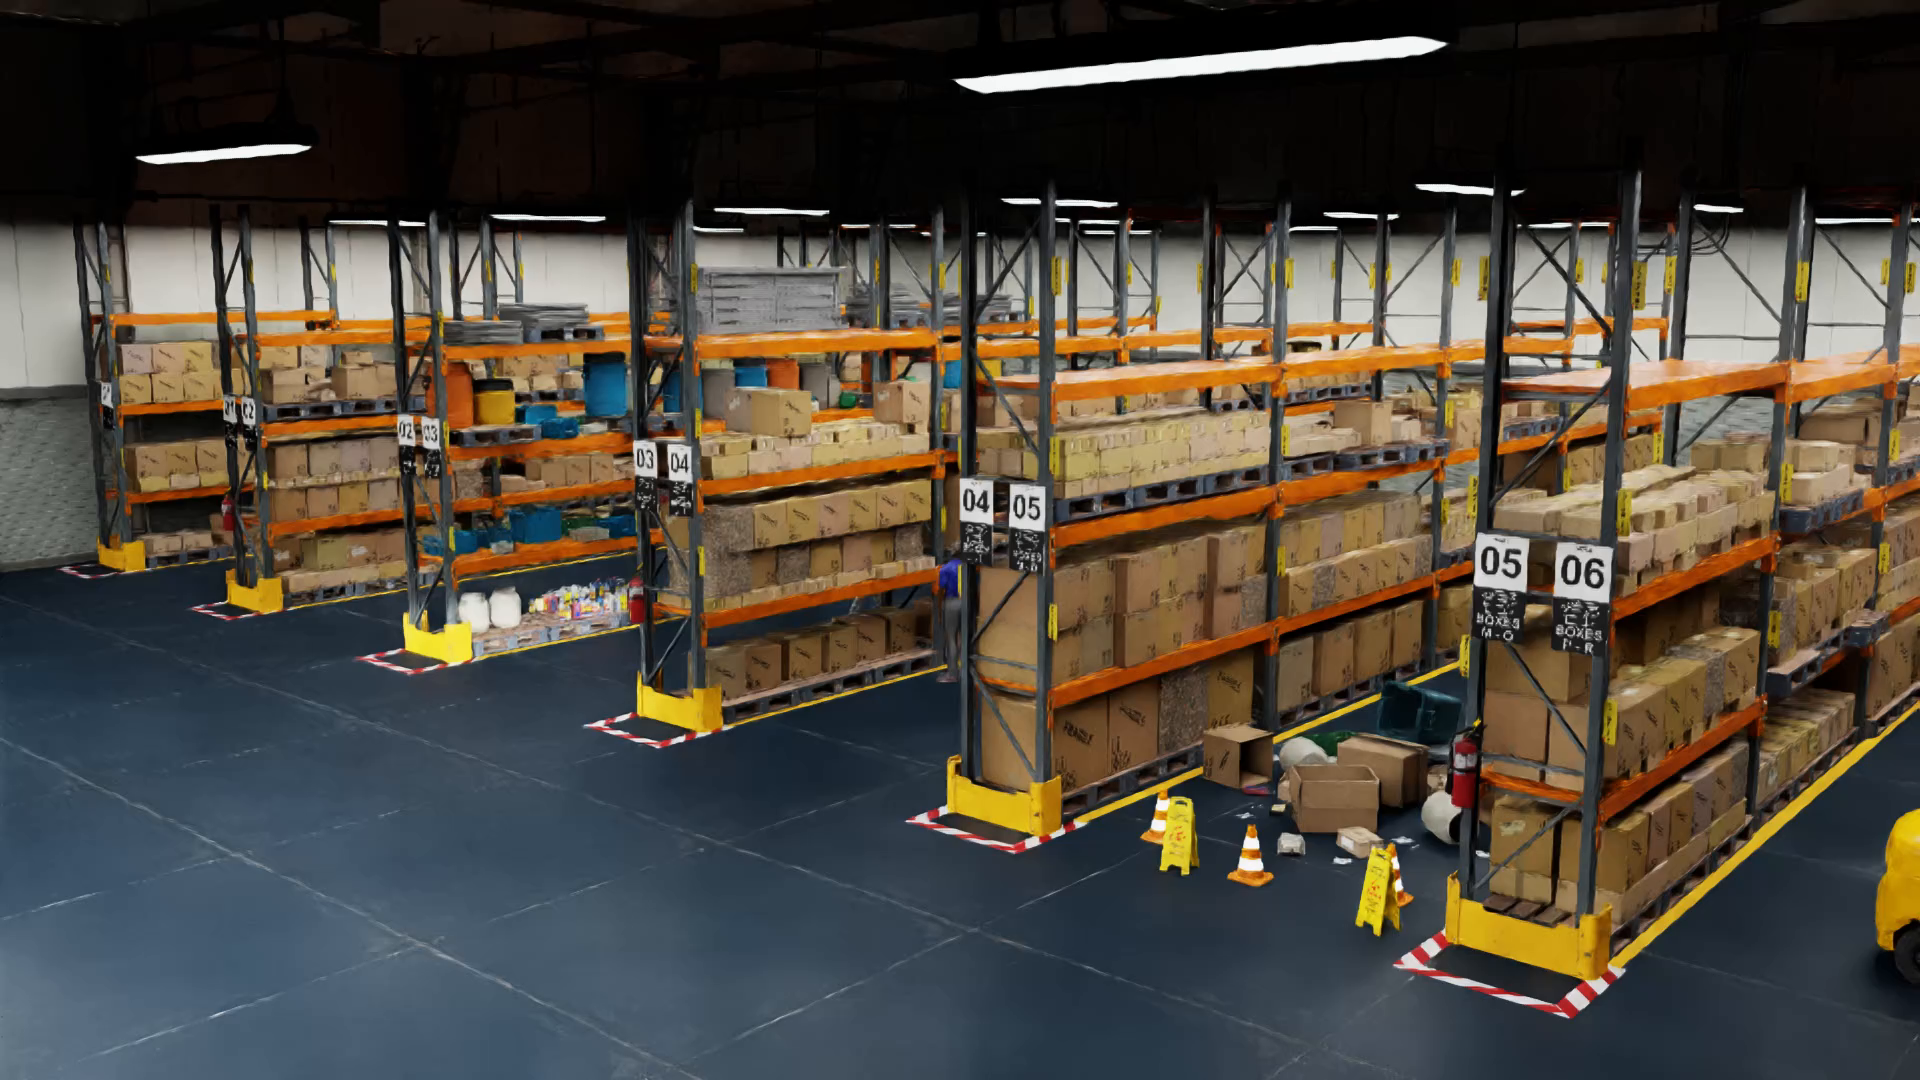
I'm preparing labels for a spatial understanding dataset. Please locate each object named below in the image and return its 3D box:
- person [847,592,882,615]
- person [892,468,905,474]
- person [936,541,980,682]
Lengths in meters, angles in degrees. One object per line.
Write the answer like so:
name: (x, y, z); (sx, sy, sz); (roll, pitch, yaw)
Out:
person: (-1.355, 0.274, 23.023); (0.499, 1.579, 1.070); (9, 13, 44)
person: (-1.201, -1.024, 32.095); (0.457, 1.754, 0.609); (3, 10, 16)
person: (-0.029, 0.819, 19.567); (0.574, 1.653, 0.553); (-3, 10, -17)
